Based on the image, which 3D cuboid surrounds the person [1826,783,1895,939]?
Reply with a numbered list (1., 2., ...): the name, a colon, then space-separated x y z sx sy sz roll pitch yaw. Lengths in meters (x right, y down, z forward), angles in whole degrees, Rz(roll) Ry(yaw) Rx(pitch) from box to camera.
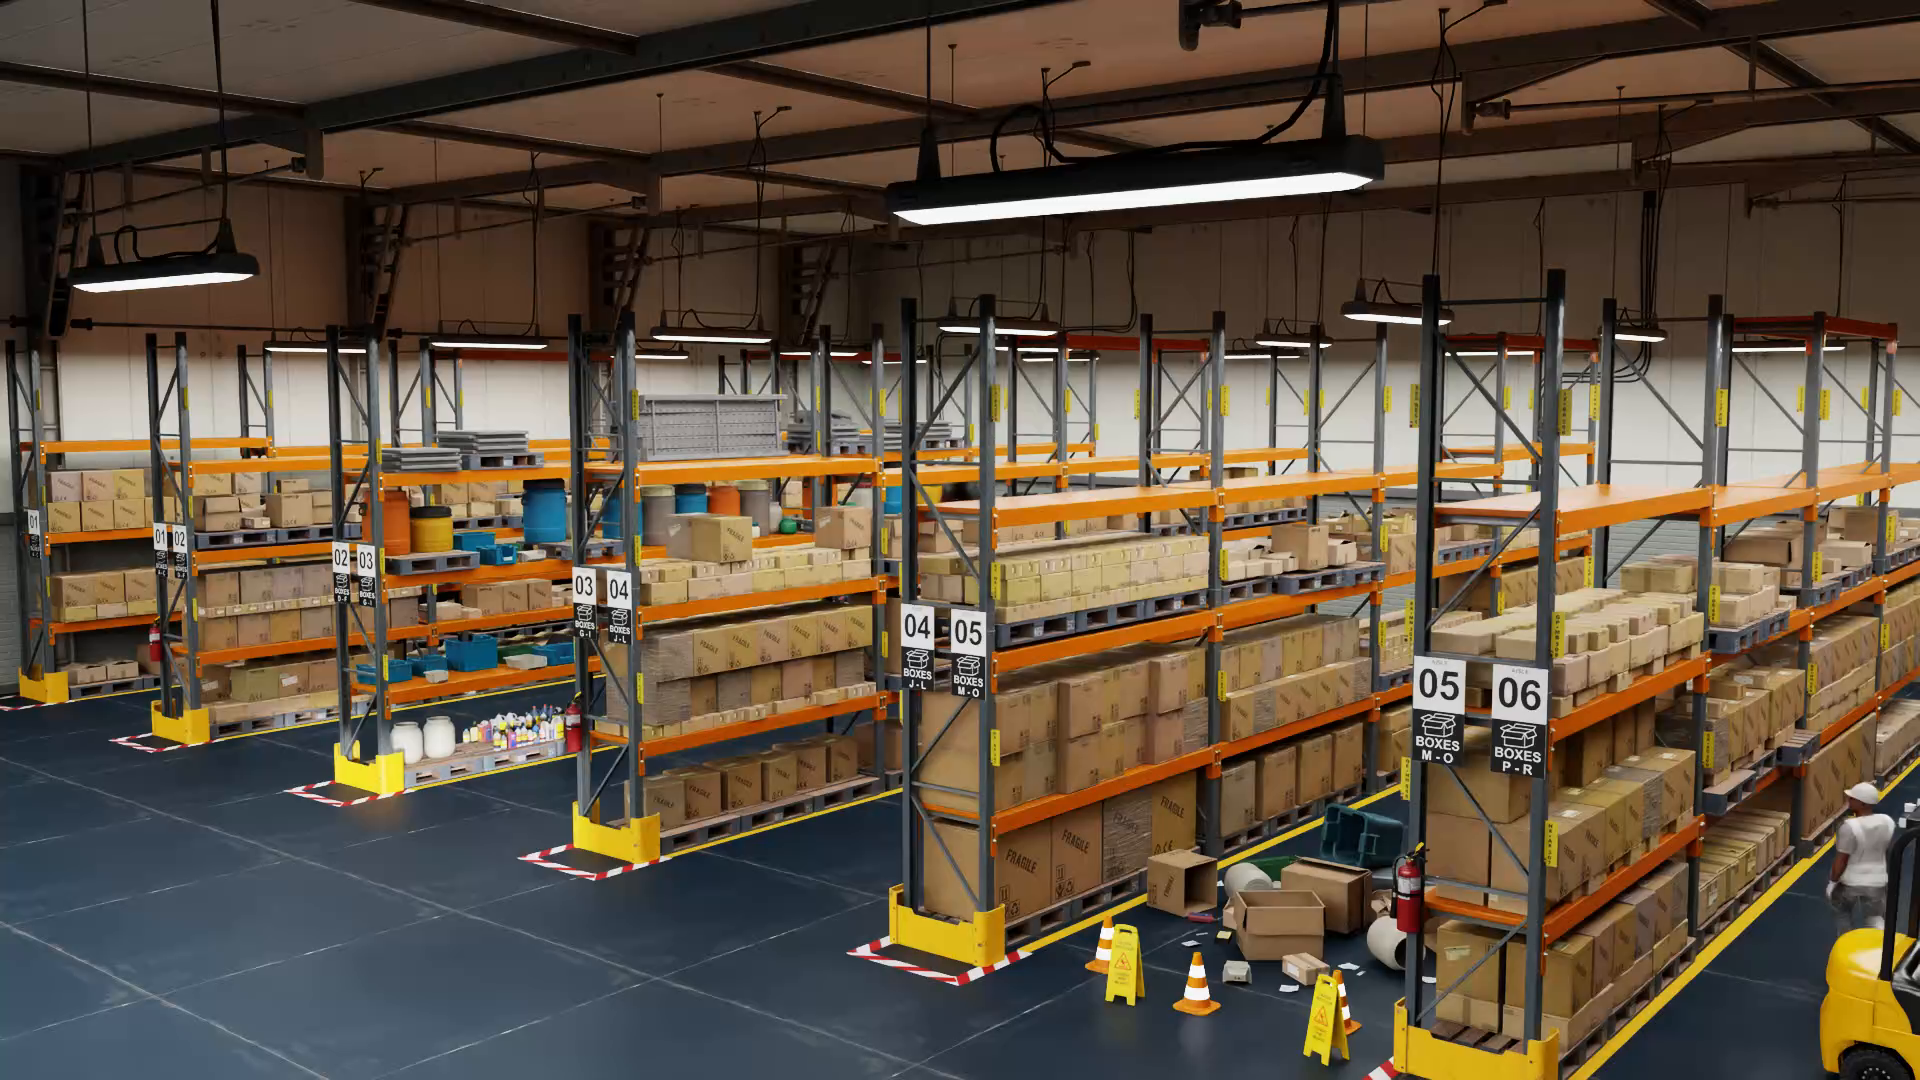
1. person: 7.906 2.991 14.640 0.573 1.740 0.741 1 5 6
